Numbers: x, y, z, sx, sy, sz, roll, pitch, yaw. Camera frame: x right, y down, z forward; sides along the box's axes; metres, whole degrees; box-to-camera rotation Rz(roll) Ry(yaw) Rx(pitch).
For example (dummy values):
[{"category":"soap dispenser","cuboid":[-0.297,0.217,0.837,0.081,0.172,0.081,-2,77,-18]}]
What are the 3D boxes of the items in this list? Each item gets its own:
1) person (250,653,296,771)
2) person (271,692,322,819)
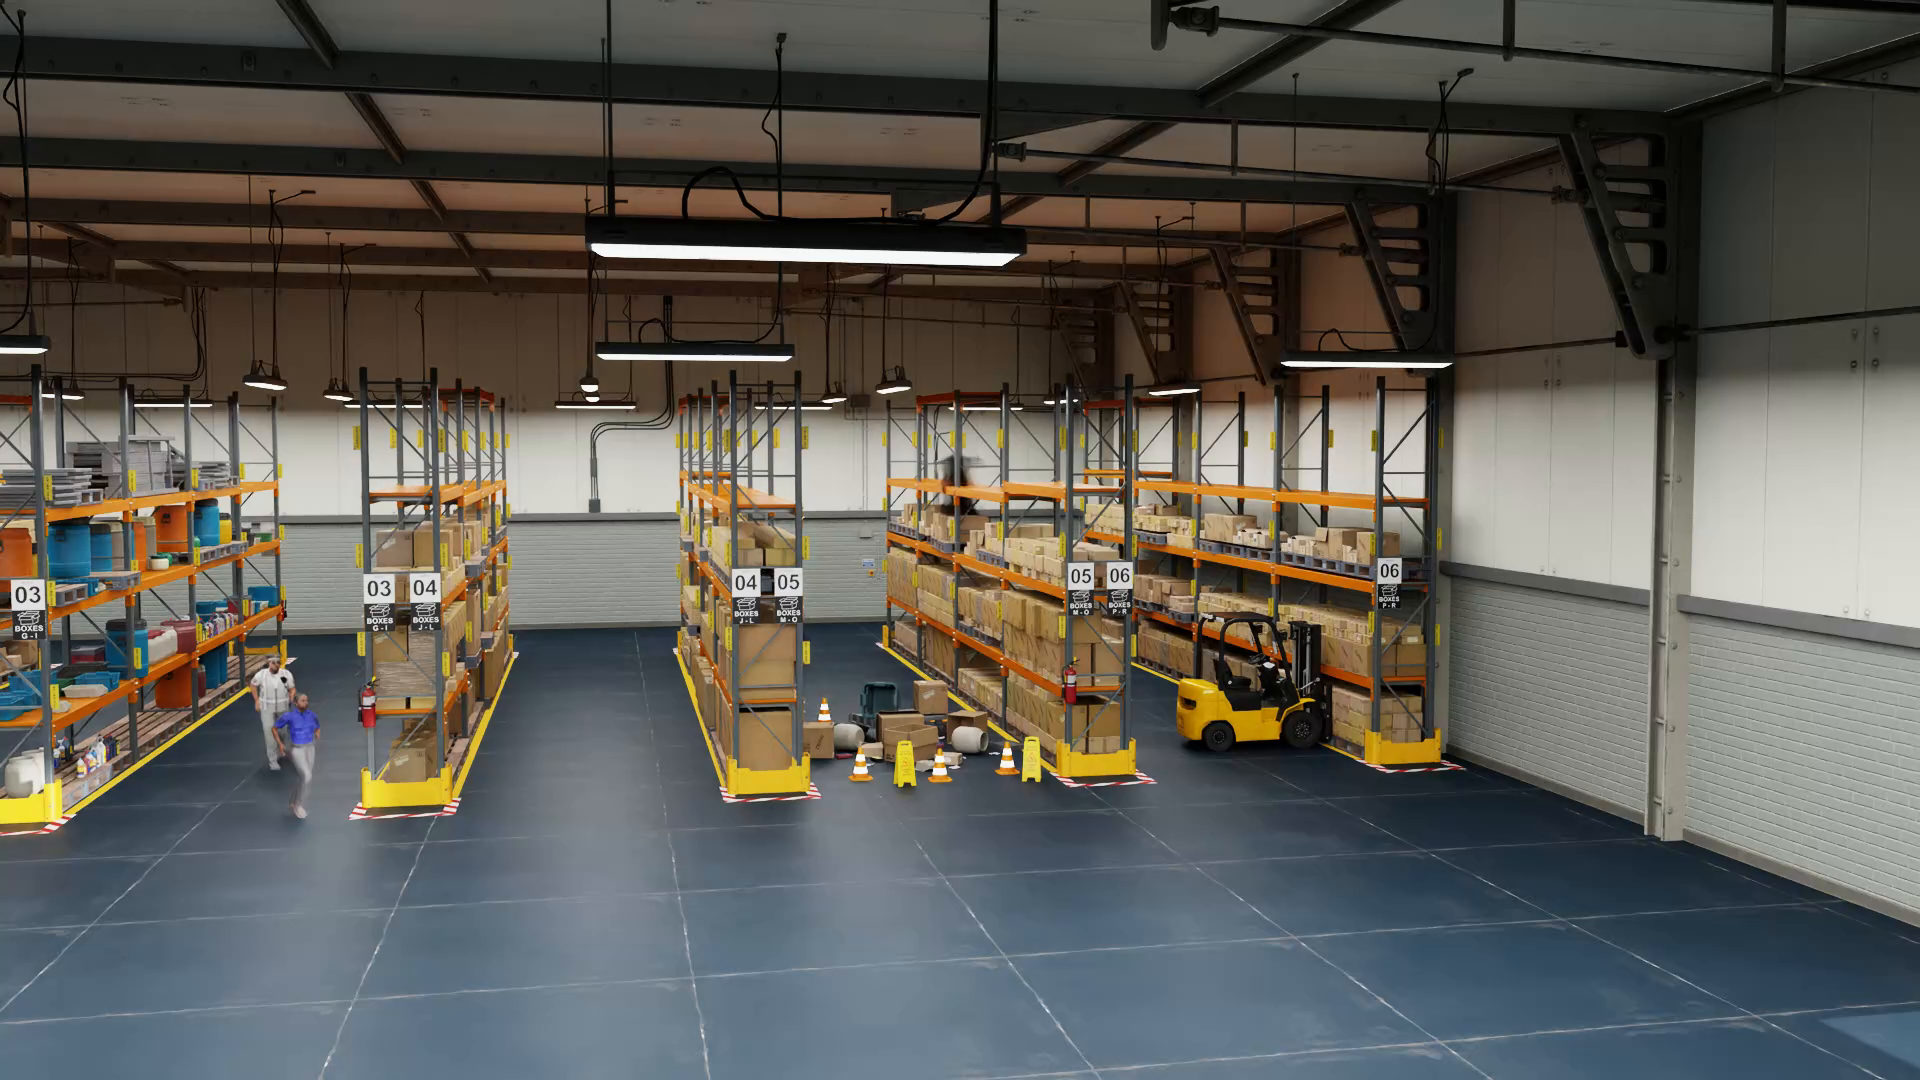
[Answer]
[{"category":"person","cuboid":[-10.570,2.600,25.621,0.635,1.774,0.969,-2,4,-32]},{"category":"person","cuboid":[-8.766,2.867,22.135,0.717,1.681,0.548,2,4,32]}]
